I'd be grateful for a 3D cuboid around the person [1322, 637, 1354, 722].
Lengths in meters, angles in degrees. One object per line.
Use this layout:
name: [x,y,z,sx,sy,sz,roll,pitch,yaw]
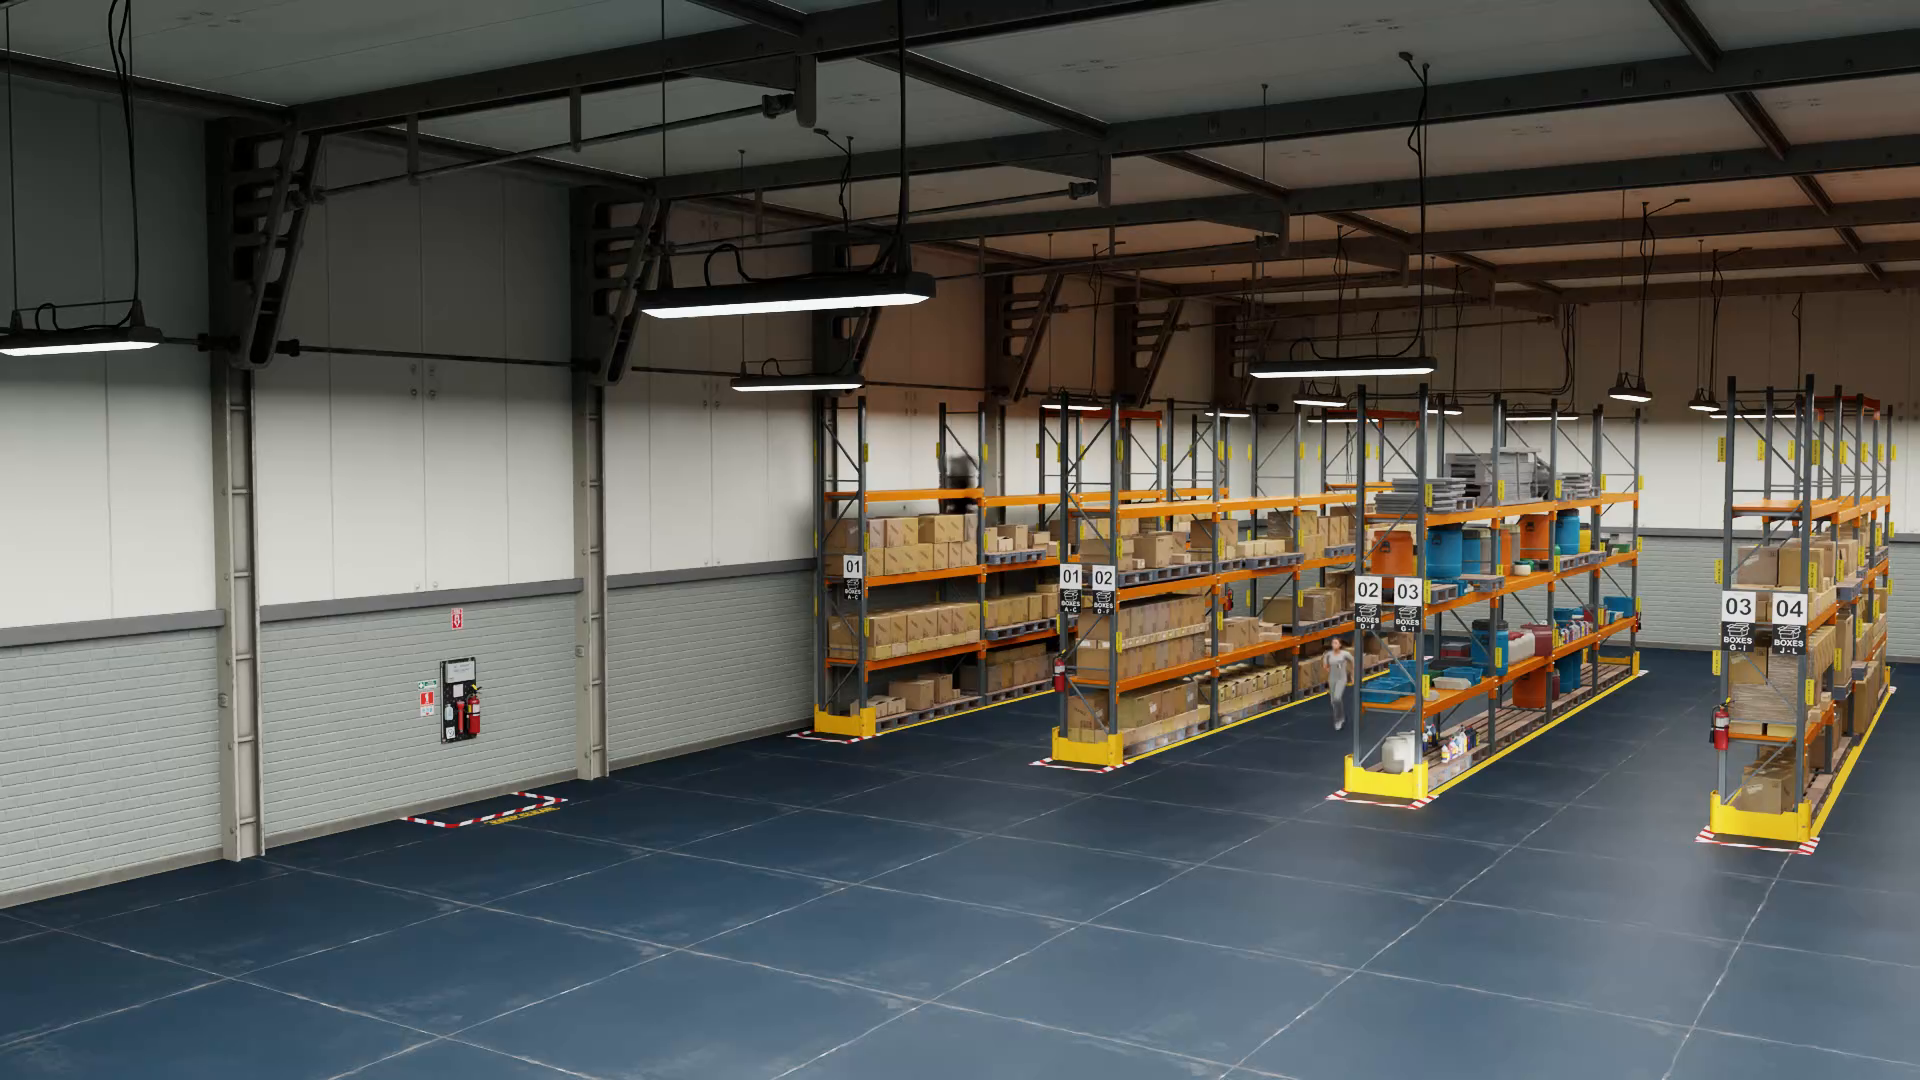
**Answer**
person: [6.840,2.523,30.099,0.544,1.559,0.779,2,4,33]
